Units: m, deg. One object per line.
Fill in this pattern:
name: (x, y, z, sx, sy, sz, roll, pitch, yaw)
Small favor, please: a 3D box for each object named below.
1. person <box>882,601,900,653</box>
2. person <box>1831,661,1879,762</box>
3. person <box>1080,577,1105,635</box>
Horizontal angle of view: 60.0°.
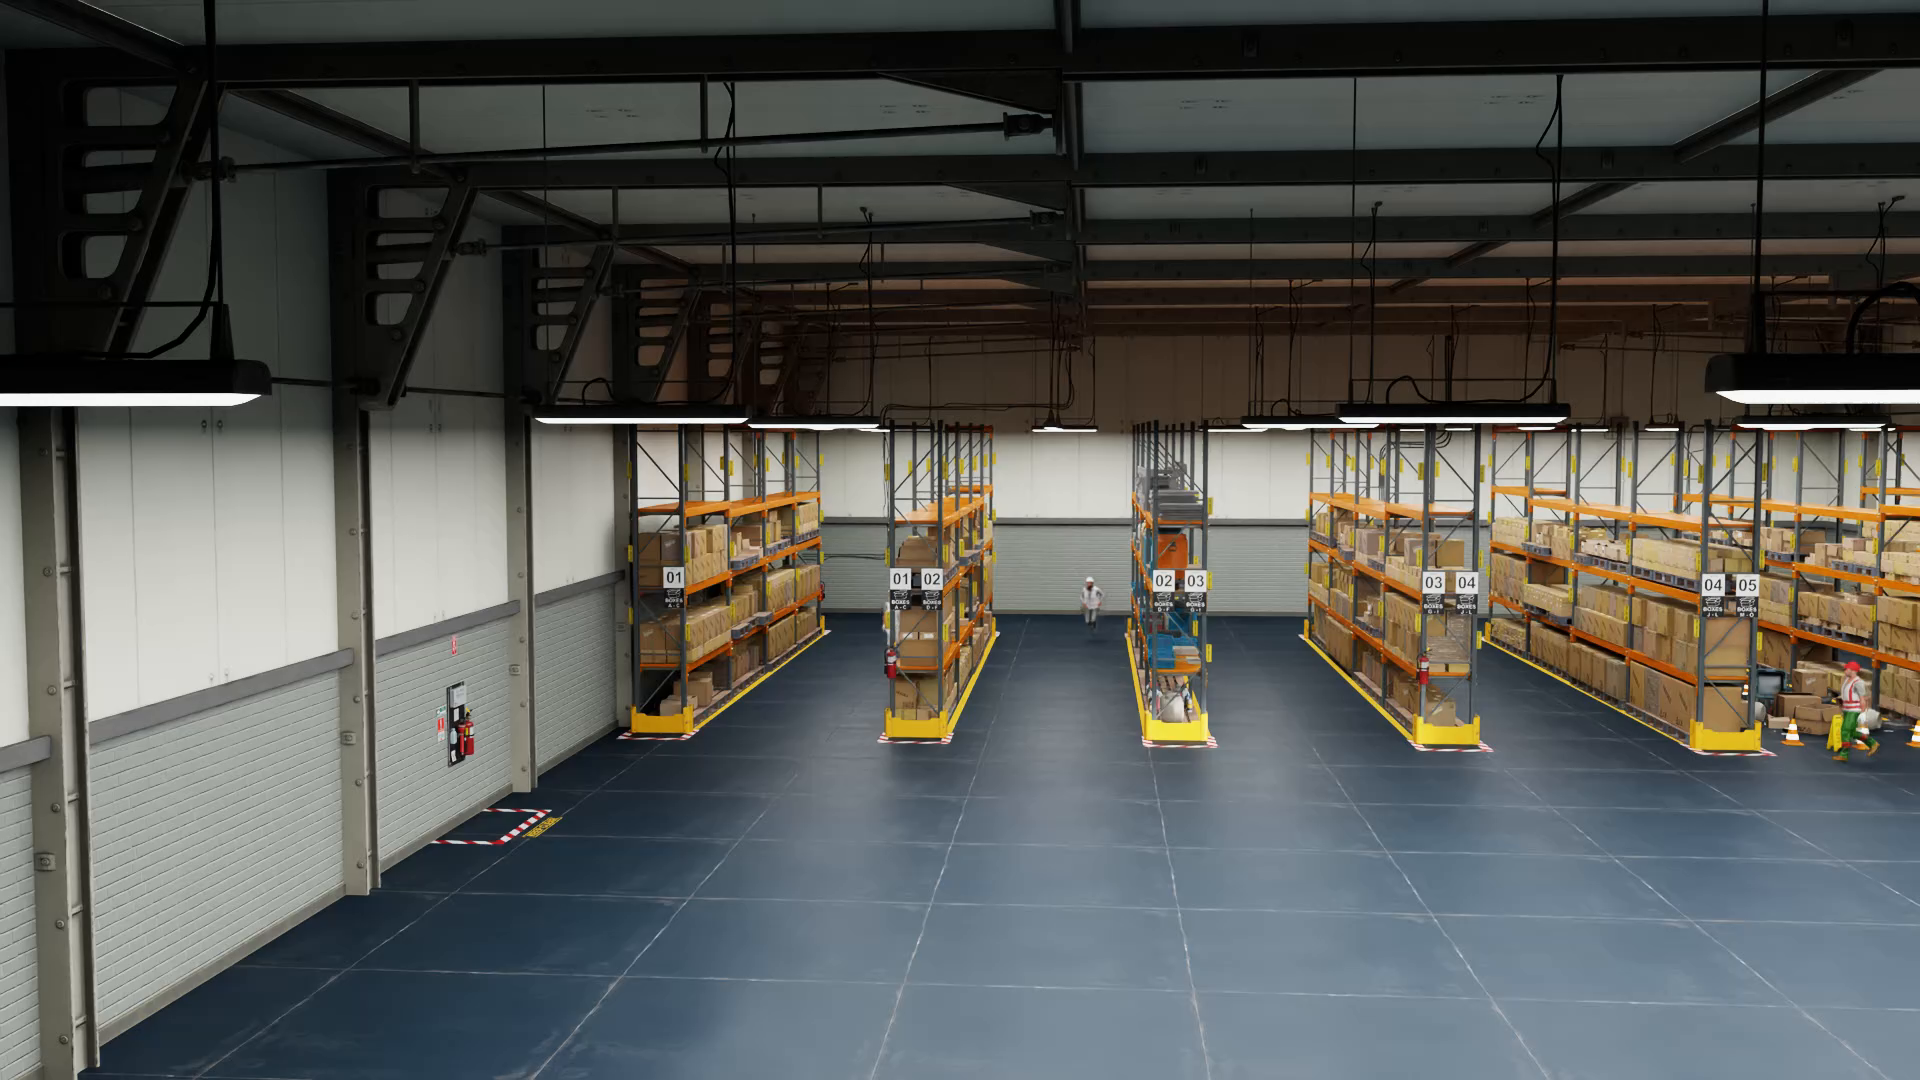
person: (-1.636, 2.052, 41.389, 0.577, 1.603, 0.738, -1, 4, -8)
person: (15.705, 2.996, 29.113, 0.921, 1.758, 0.602, 0, 4, -3)
person: (3.700, 1.841, 46.447, 0.700, 1.632, 0.706, 1, 4, 17)
